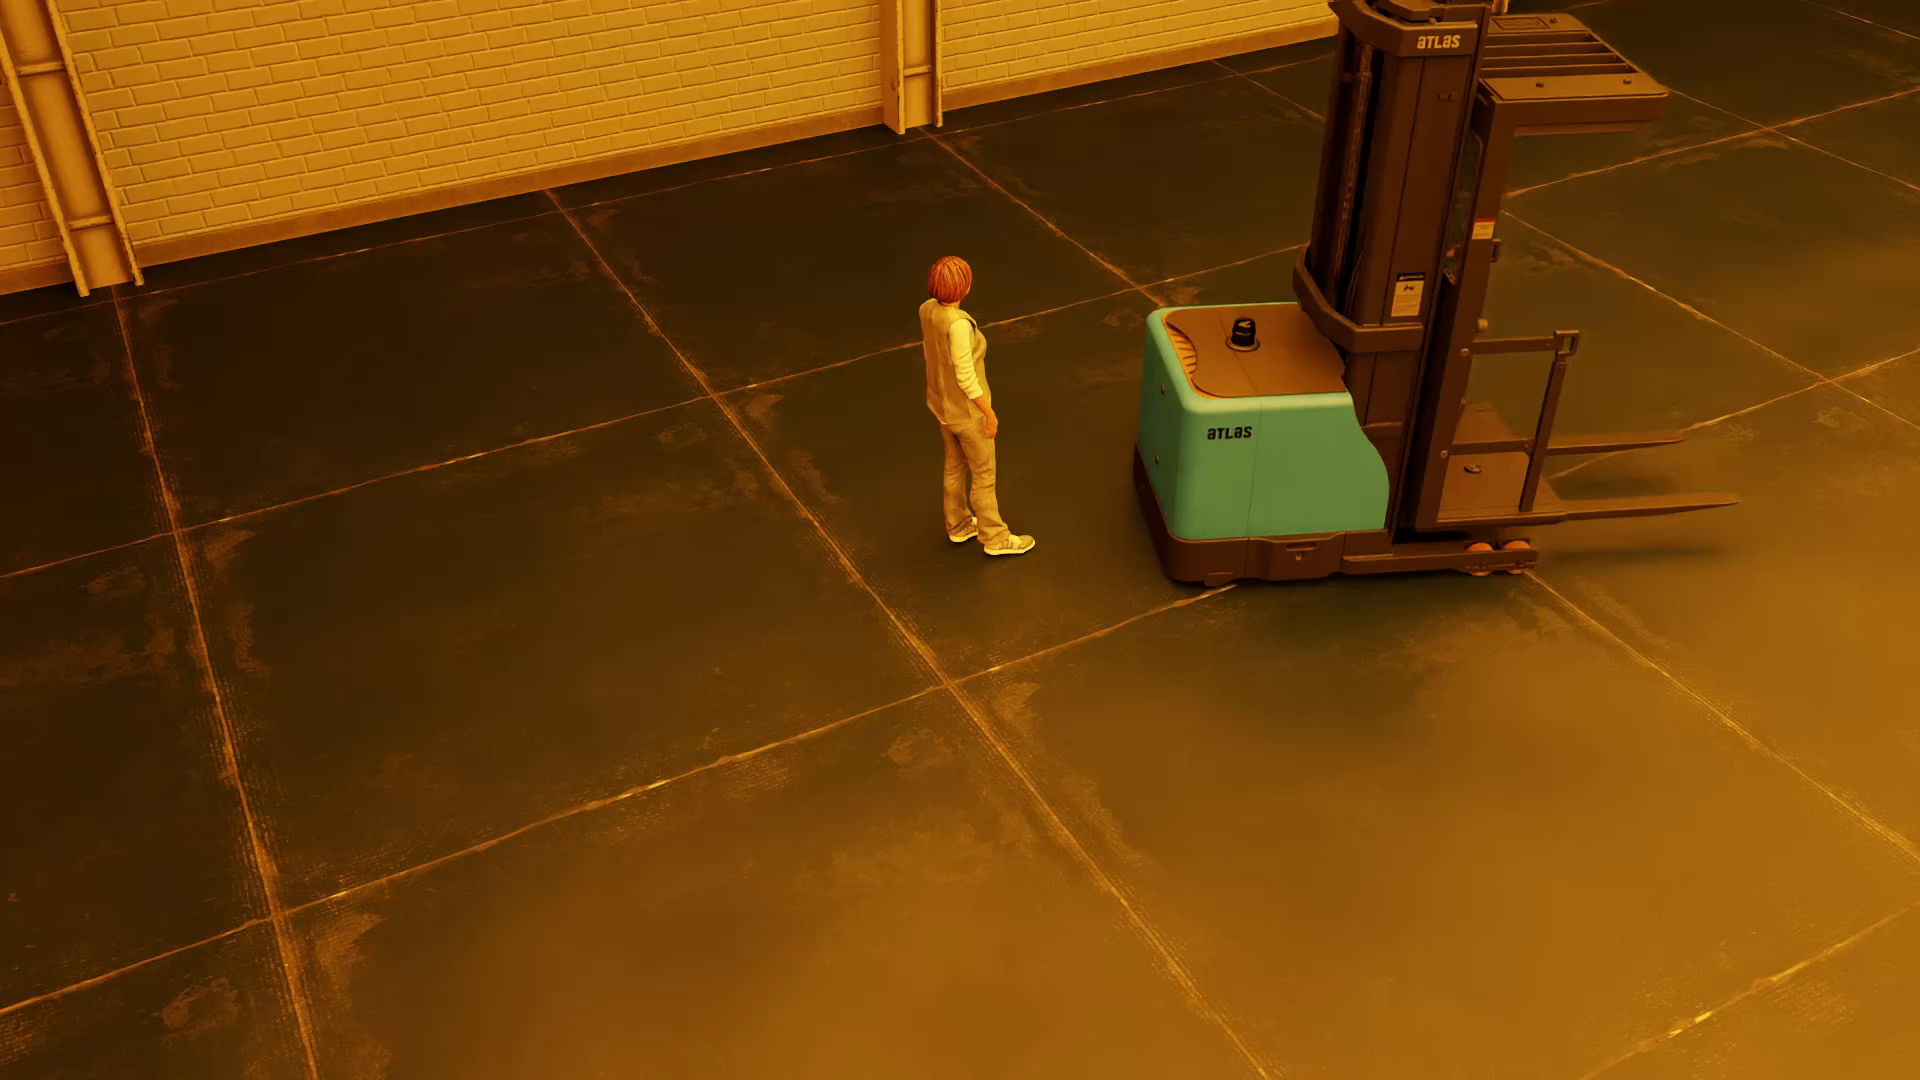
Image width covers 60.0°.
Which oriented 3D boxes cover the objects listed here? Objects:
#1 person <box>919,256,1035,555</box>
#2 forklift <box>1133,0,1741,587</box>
[{"bbox_3d":[0.071,-0.671,8.215,0.475,1.596,0.521,-17,39,-23],"label":"person"},{"bbox_3d":[2.486,-1.316,7.985,3.031,2.935,1.130,-3,35,-5],"label":"forklift"}]
